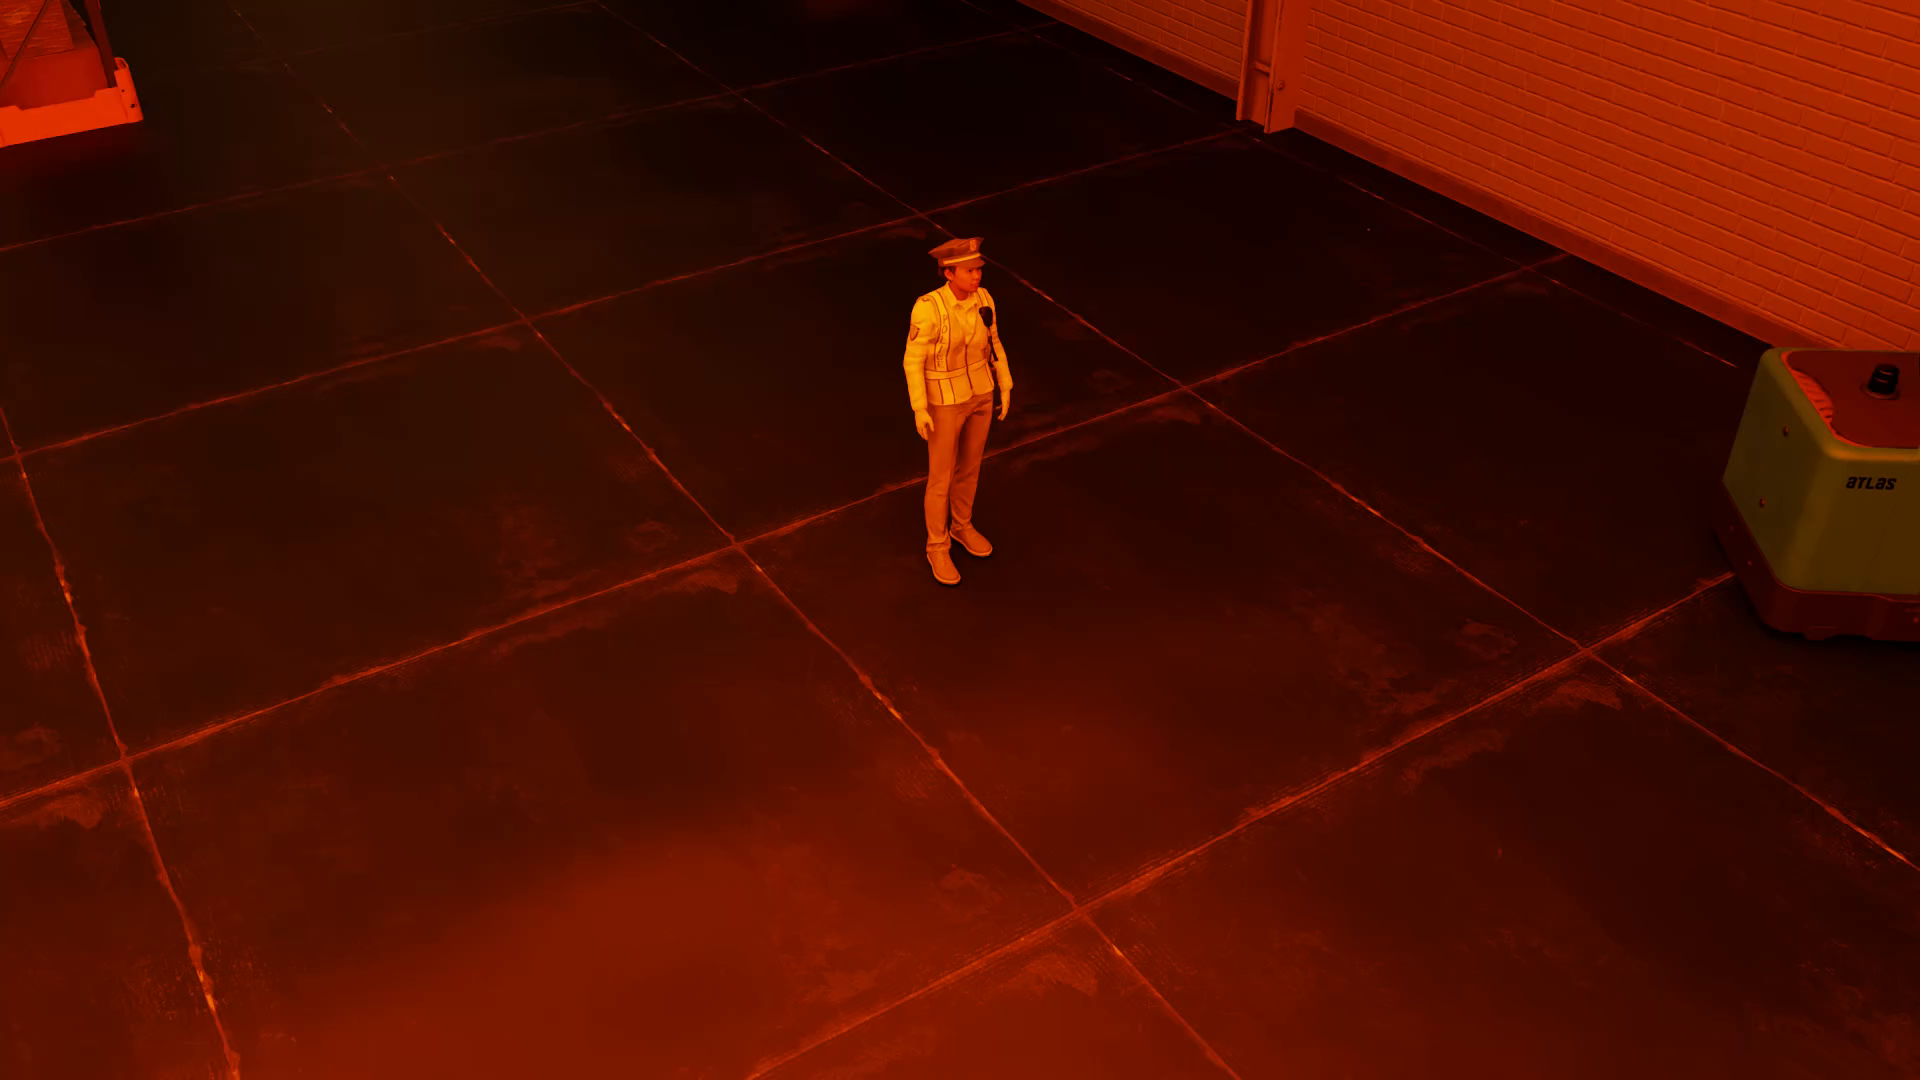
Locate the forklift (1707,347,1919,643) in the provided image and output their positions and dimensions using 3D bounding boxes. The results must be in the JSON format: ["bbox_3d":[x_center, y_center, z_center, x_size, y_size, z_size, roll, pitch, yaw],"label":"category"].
[{"bbox_3d":[5.405,-0.944,7.491,3.031,2.935,1.130,2,35,3],"label":"forklift"}]

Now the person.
[{"bbox_3d":[0.032,-0.664,8.155,0.586,1.694,0.530,-21,40,-27],"label":"person"}]
